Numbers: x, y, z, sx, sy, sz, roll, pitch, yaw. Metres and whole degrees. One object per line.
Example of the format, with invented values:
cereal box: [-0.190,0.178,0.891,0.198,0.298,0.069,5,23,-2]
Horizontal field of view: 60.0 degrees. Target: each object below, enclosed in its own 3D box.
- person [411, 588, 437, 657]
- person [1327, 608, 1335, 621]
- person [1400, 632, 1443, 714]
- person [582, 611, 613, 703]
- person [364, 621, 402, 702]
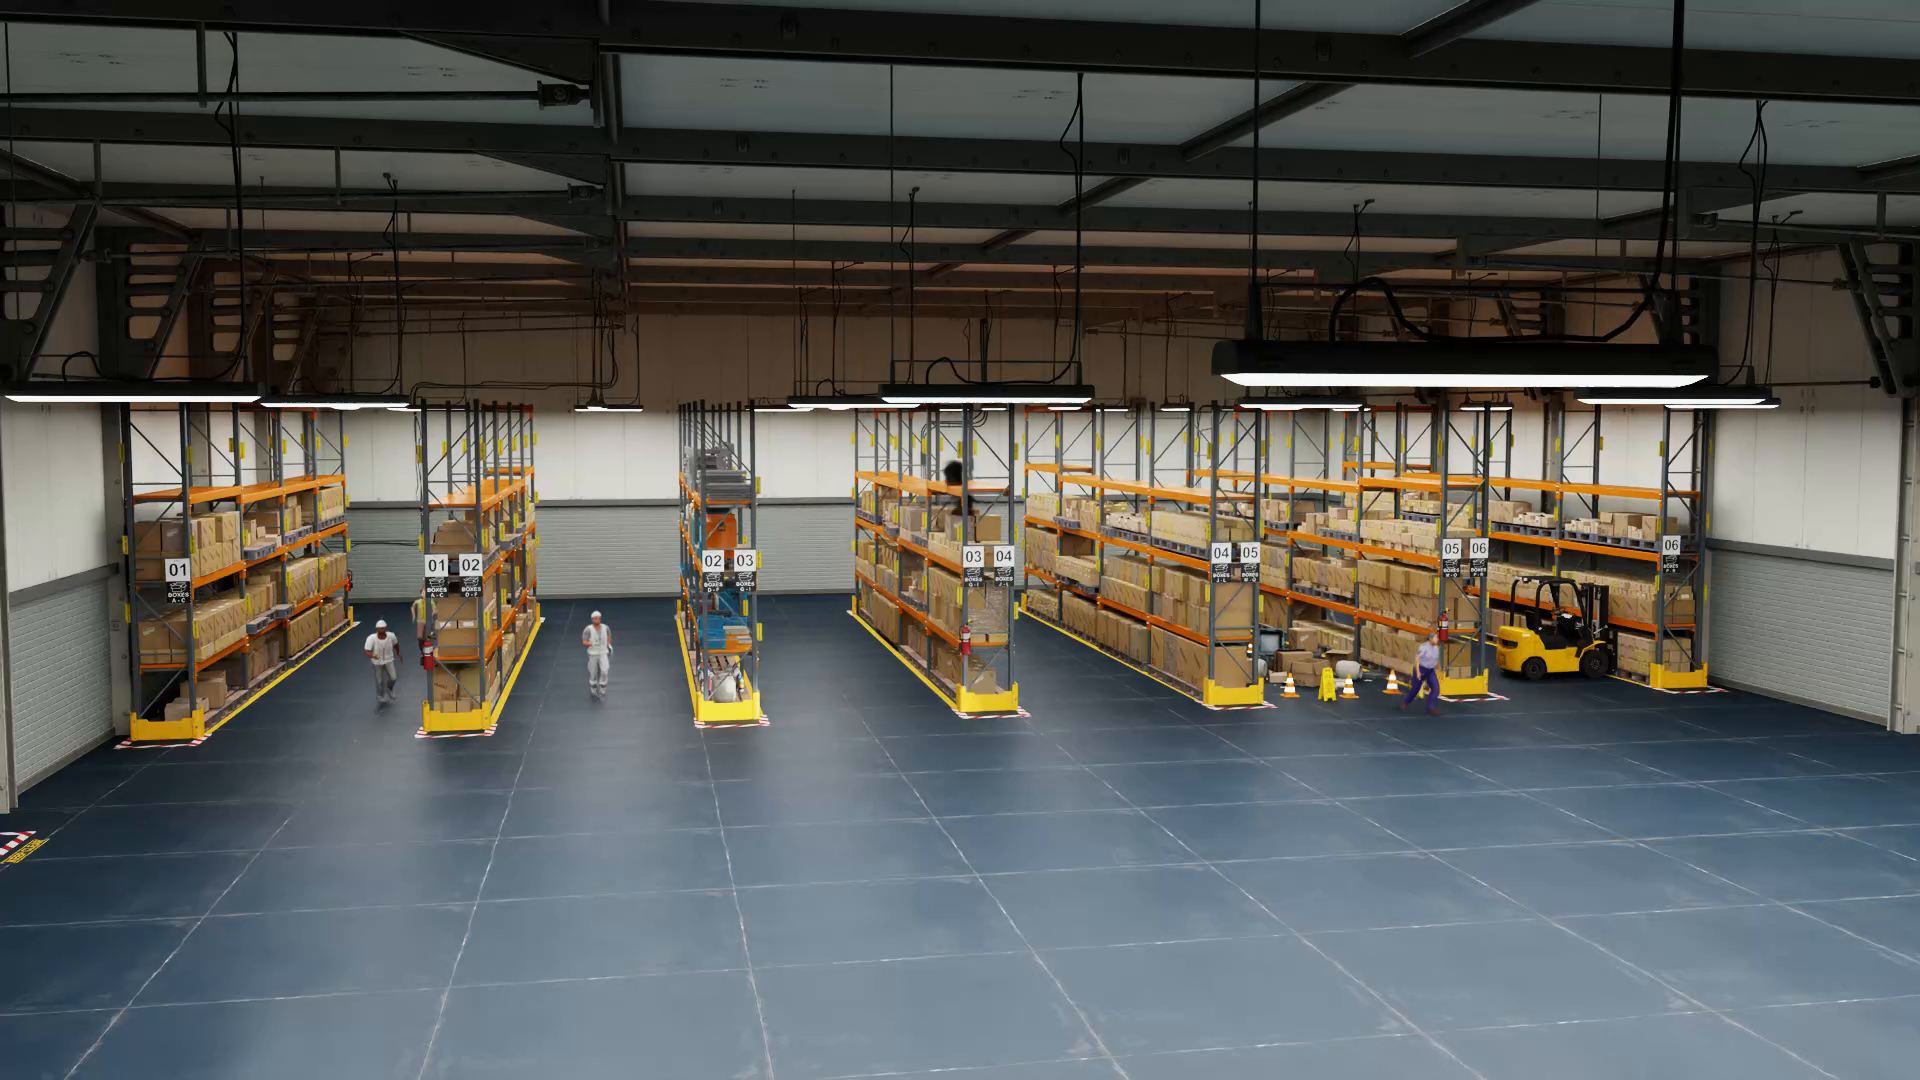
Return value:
person: [-12.563,1.947,38.977,0.574,1.631,0.605,-1,4,-15]
person: [9.987,1.505,45.734,0.529,1.544,0.899,-2,5,-26]
person: [8.887,2.527,31.967,0.675,1.575,0.812,-3,5,-32]
person: [-7.227,2.327,33.209,0.631,1.829,0.842,-2,5,-20]
person: [-11.357,2.406,32.777,0.744,1.674,0.908,-2,5,-25]
